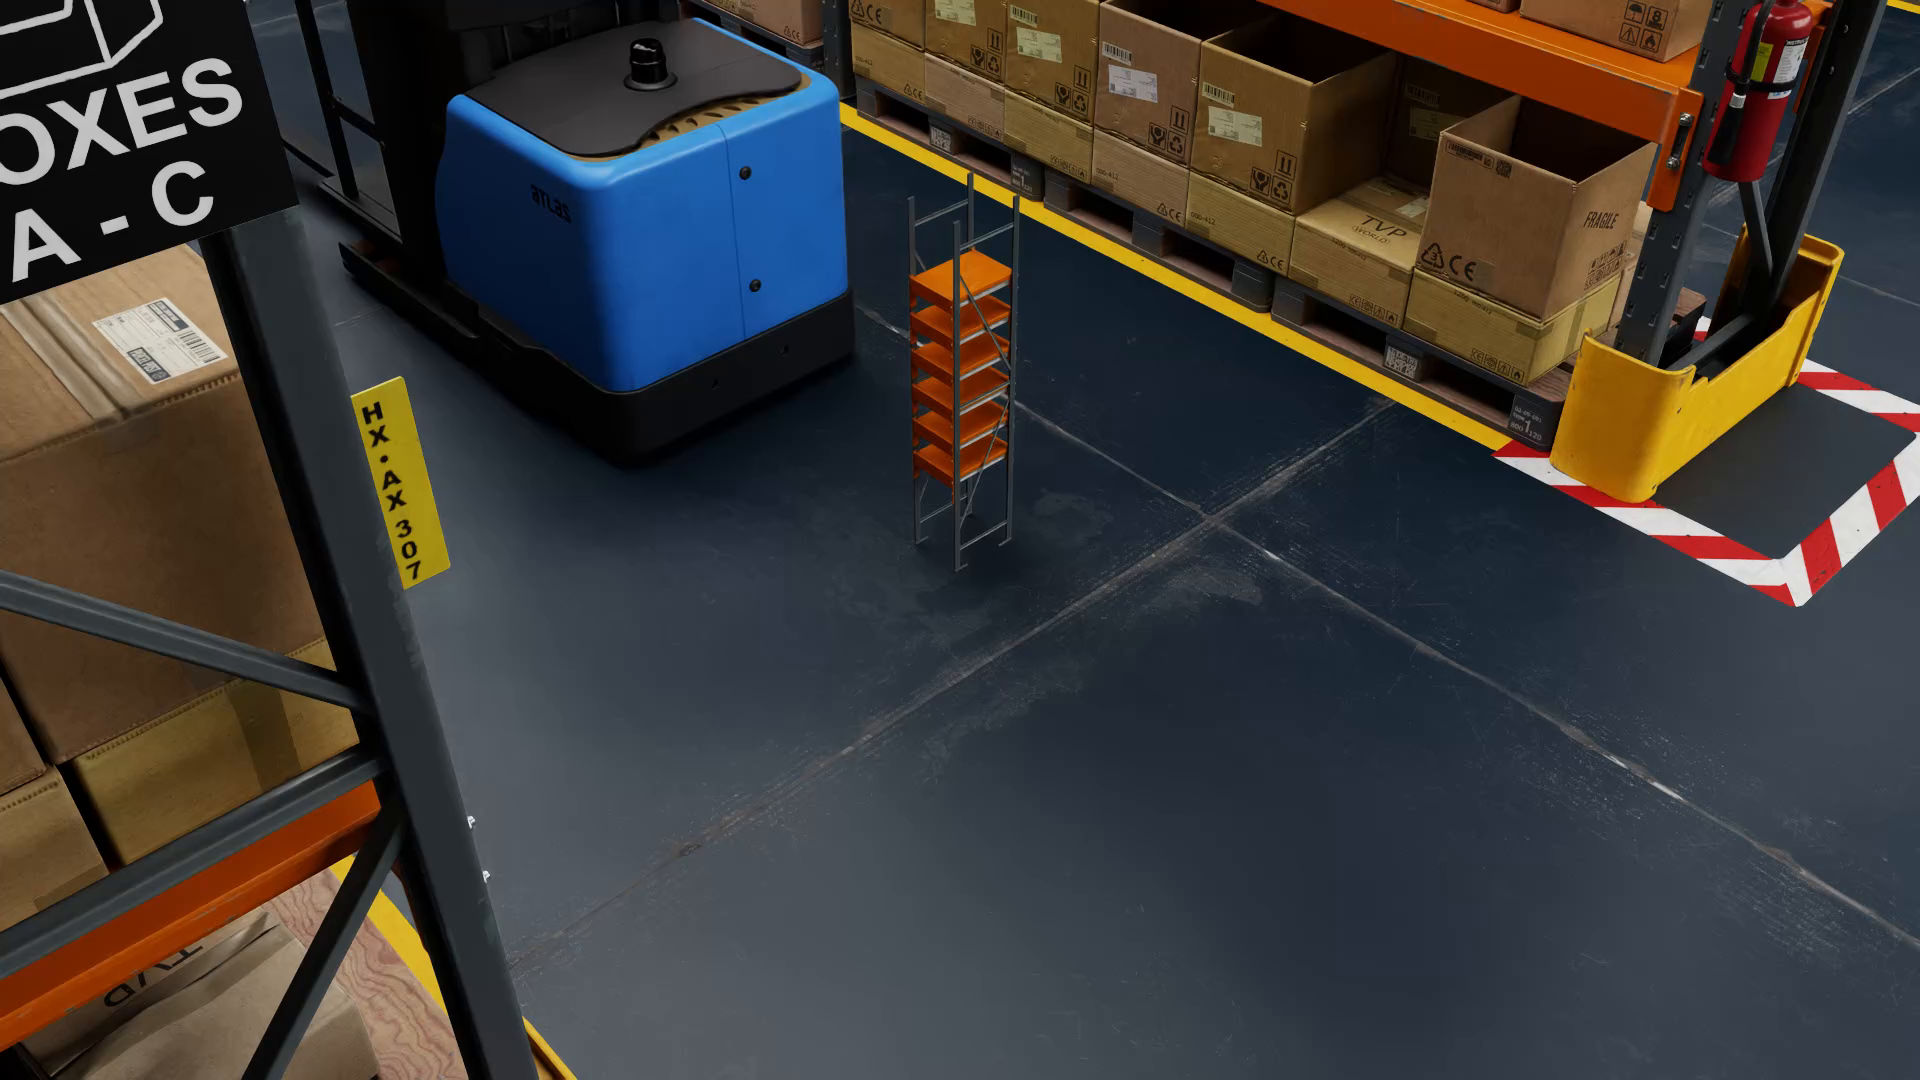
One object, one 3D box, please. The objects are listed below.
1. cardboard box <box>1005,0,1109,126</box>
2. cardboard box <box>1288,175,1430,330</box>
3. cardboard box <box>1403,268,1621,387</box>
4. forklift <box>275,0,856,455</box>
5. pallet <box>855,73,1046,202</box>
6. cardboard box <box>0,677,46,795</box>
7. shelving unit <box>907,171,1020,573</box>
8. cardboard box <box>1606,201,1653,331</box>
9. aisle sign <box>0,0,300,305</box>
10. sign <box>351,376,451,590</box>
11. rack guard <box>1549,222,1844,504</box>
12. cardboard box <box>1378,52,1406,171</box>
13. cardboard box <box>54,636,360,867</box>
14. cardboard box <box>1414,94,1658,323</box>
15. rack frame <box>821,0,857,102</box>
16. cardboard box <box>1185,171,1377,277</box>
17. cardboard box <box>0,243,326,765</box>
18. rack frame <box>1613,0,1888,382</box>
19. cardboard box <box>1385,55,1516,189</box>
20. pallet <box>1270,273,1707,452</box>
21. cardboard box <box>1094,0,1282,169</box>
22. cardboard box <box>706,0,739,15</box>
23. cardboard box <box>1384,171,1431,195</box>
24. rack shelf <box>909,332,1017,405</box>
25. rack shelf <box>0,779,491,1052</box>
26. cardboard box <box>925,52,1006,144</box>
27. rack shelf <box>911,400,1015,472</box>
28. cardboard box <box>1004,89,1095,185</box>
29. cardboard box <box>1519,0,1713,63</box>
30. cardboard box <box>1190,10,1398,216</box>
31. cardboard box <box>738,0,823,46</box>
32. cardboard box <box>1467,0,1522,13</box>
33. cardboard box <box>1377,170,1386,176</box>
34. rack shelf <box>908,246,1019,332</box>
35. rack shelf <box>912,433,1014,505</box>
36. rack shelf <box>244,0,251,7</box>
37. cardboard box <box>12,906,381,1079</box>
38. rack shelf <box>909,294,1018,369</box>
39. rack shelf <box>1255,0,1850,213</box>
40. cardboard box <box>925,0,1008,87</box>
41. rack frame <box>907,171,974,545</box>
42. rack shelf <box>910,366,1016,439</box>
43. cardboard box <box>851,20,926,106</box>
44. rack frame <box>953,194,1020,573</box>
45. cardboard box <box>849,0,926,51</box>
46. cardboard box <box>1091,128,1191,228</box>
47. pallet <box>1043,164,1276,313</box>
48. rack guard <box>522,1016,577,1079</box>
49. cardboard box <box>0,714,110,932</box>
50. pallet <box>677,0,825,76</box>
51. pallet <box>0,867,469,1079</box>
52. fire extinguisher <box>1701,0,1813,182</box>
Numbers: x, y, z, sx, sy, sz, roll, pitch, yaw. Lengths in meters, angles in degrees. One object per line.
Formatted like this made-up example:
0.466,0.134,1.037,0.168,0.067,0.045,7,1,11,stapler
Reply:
0.533,-2.033,6.637,0.500,0.500,0.500,-30,48,-32,cardboard box
1.551,-1.049,6.016,0.500,0.250,0.500,-30,48,-32,cardboard box
1.898,-0.823,5.736,0.500,0.250,0.500,-30,48,-32,cardboard box
-1.757,-2.253,5.707,1.130,2.935,3.031,-31,48,-32,forklift
0.280,-1.987,7.543,1.003,0.211,1.213,-30,48,-32,pallet
-1.643,0.131,2.207,0.500,0.500,0.500,-31,48,-32,cardboard box
0.010,-0.460,4.865,0.258,1.200,0.189,-30,48,-32,shelving unit
2.280,-1.043,6.009,0.500,0.250,0.500,-30,48,-32,cardboard box
-0.898,-0.606,1.543,0.394,0.787,0.004,-30,48,-32,aisle sign
-0.768,-0.067,2.257,0.100,0.325,0.005,-30,48,-32,sign
2.495,-0.623,5.624,1.175,0.500,0.348,-30,48,-32,rack guard
1.593,-1.791,6.338,0.500,0.500,0.500,-30,48,-32,cardboard box
-1.264,0.190,2.731,0.500,0.250,0.500,-31,48,-33,cardboard box
1.897,-1.114,5.499,0.500,0.500,0.500,-30,48,-32,cardboard box
-0.227,-3.458,7.144,1.000,3.000,0.127,-30,48,-32,rack frame
1.212,-1.280,6.302,0.500,0.250,0.500,-30,48,-32,cardboard box
-1.269,-0.090,2.481,0.500,0.500,0.500,-30,48,-32,cardboard box
2.479,-1.607,4.852,1.000,3.000,0.127,-30,48,-32,rack frame
1.940,-1.566,6.058,0.500,0.500,0.500,-30,48,-32,cardboard box
1.931,-0.858,6.144,1.003,0.211,1.213,-30,48,-32,pallet
0.873,-1.802,6.352,0.500,0.500,0.500,-30,48,-32,cardboard box
-1.061,-2.855,8.252,0.500,0.250,0.500,-31,48,-32,cardboard box
1.939,-1.273,6.293,0.500,0.250,0.500,-30,48,-32,cardboard box
0.010,-0.519,4.817,0.258,0.103,0.180,-30,48,-32,rack shelf
-2.520,-0.146,3.616,1.077,0.370,4.000,-30,48,-32,rack shelf
0.198,-1.975,7.162,0.500,0.250,0.500,-30,48,-32,cardboard box
0.010,-0.332,4.968,0.258,0.103,0.180,-30,48,-32,rack shelf
0.533,-1.741,6.873,0.500,0.250,0.500,-30,48,-32,cardboard box
2.172,-1.867,5.095,0.700,0.500,0.500,-30,48,-32,cardboard box
1.210,-1.571,6.065,0.500,0.500,0.500,-30,48,-32,cardboard box
-0.721,-2.620,7.961,0.500,0.250,0.500,-30,48,-32,cardboard box
1.814,-2.108,5.393,0.700,0.500,0.500,-29,47,-31,cardboard box
1.601,-1.505,6.580,0.500,0.250,0.500,-30,48,-32,cardboard box
0.010,-0.706,4.666,0.258,0.103,0.180,-30,48,-32,rack shelf
0.010,-0.239,5.043,0.258,0.103,0.180,-30,48,-32,rack shelf
-2.520,-1.313,2.673,1.077,0.370,4.000,-30,48,-32,rack shelf
-1.569,1.016,3.394,0.500,0.311,0.500,29,47,31,cardboard box
0.010,-0.612,4.742,0.258,0.103,0.180,-30,48,-32,rack shelf
1.126,-2.253,6.224,1.077,0.370,4.000,-30,48,-32,rack shelf
0.200,-2.268,6.928,0.500,0.500,0.500,-30,48,-32,cardboard box
-0.052,-0.502,4.917,0.240,1.200,0.006,-30,48,-32,rack frame
0.010,-0.426,4.893,0.258,0.103,0.180,-30,48,-32,rack shelf
-0.136,-2.208,7.451,0.500,0.250,0.500,-30,48,-32,cardboard box
0.072,-0.418,4.812,0.240,1.200,0.006,-30,48,-32,rack frame
-0.144,-2.496,7.210,0.500,0.500,0.500,-30,48,-32,cardboard box
0.875,-1.512,6.589,0.500,0.250,0.500,-30,48,-32,cardboard box
1.110,-1.423,6.843,1.003,0.211,1.213,-30,48,-32,pallet
-1.219,1.437,3.073,1.175,0.500,0.348,-30,48,-32,rack guard
-1.626,0.417,2.450,0.500,0.250,0.500,-29,47,-31,cardboard box
-0.754,-2.698,8.422,1.003,0.211,1.213,-30,48,-32,pallet
-1.742,1.159,3.647,1.003,0.211,1.213,-30,48,-32,pallet
2.217,-1.325,4.564,0.296,0.674,0.183,-30,48,-32,fire extinguisher
